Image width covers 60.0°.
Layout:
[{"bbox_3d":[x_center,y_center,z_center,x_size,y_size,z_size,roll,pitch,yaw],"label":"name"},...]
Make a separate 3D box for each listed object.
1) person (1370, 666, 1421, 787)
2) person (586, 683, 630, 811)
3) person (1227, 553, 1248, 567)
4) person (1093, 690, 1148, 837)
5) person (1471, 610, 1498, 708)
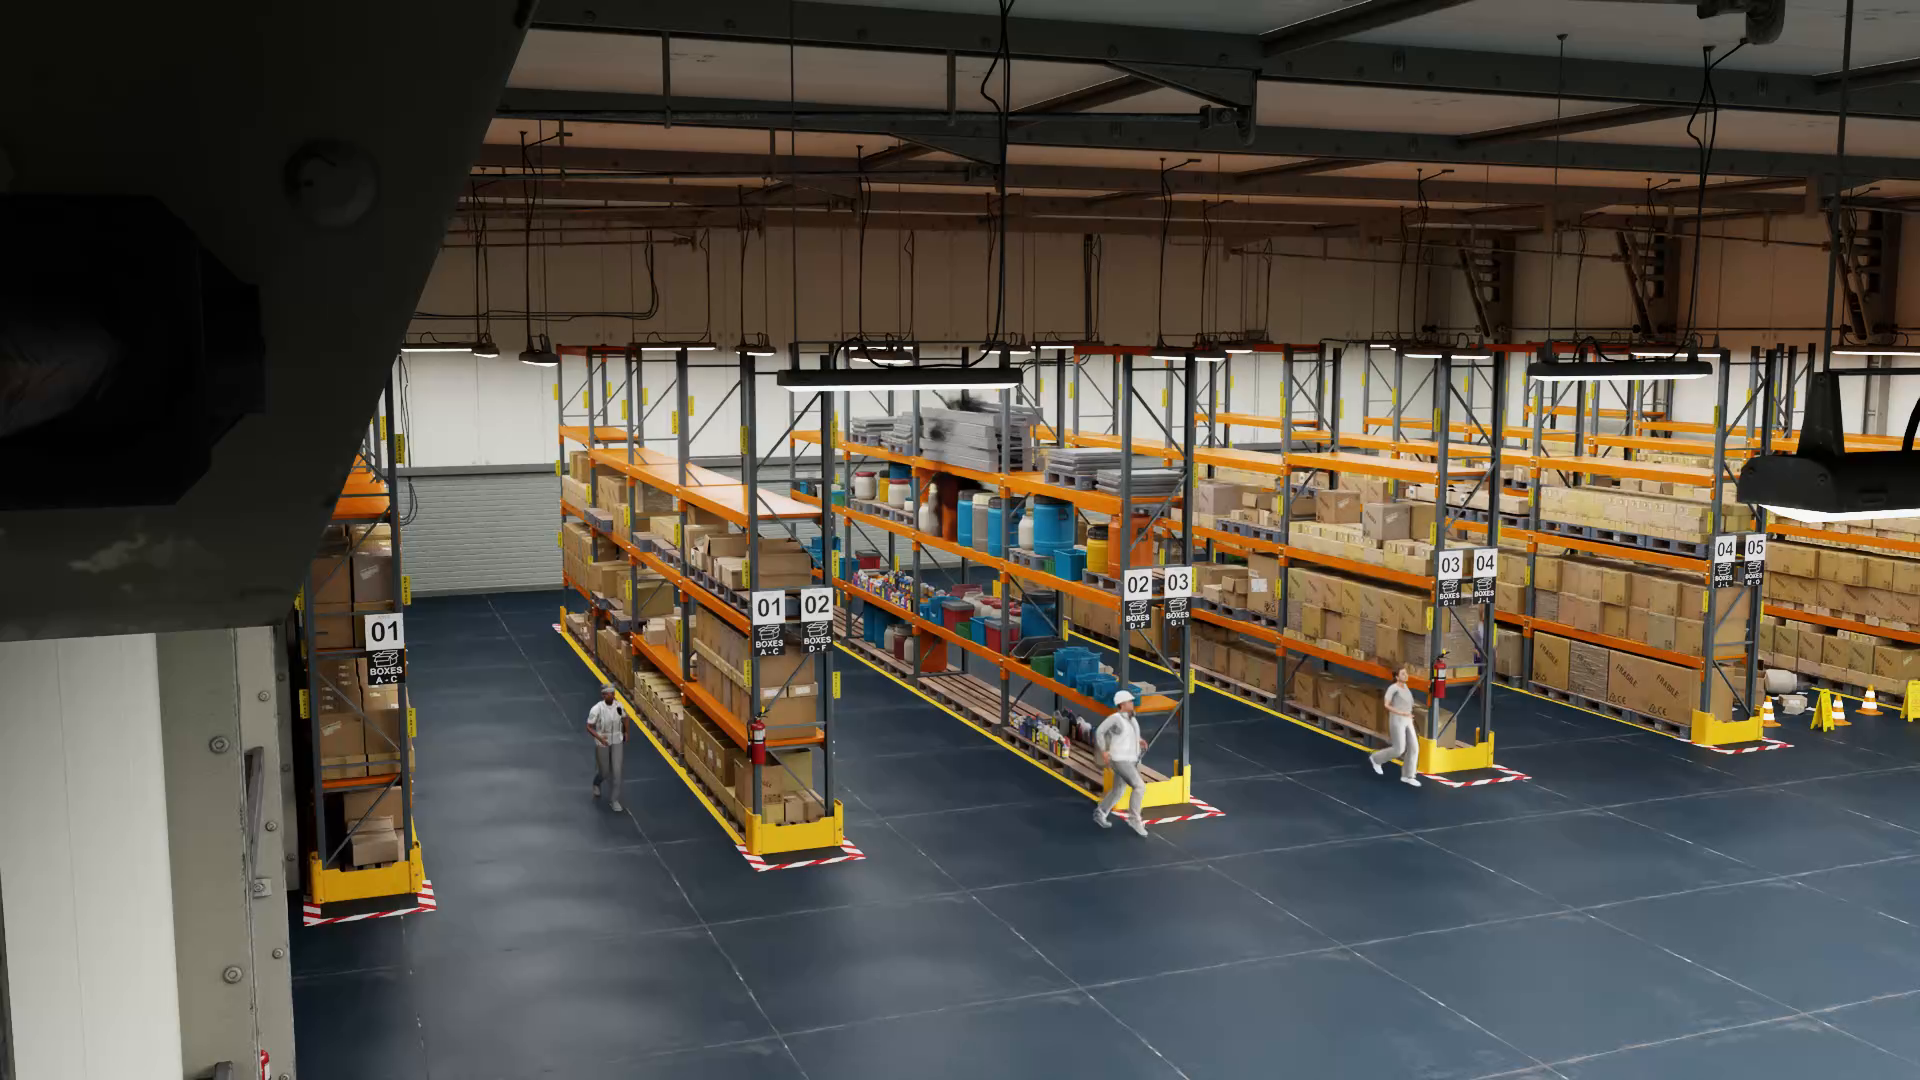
[{"bbox_3d":[6.110,2.575,23.241,0.577,1.667,0.770,-7,10,-42],"label":"person"},{"bbox_3d":[-4.672,2.705,22.127,0.601,1.696,0.726,-4,8,-29],"label":"person"},{"bbox_3d":[7.033,0.149,42.071,0.729,1.742,0.692,-4,8,-26],"label":"person"},{"bbox_3d":[2.097,2.790,21.046,0.776,1.760,0.644,4,8,27],"label":"person"},{"bbox_3d":[8.832,1.982,28.141,0.617,1.621,0.732,-3,8,-21],"label":"person"}]
